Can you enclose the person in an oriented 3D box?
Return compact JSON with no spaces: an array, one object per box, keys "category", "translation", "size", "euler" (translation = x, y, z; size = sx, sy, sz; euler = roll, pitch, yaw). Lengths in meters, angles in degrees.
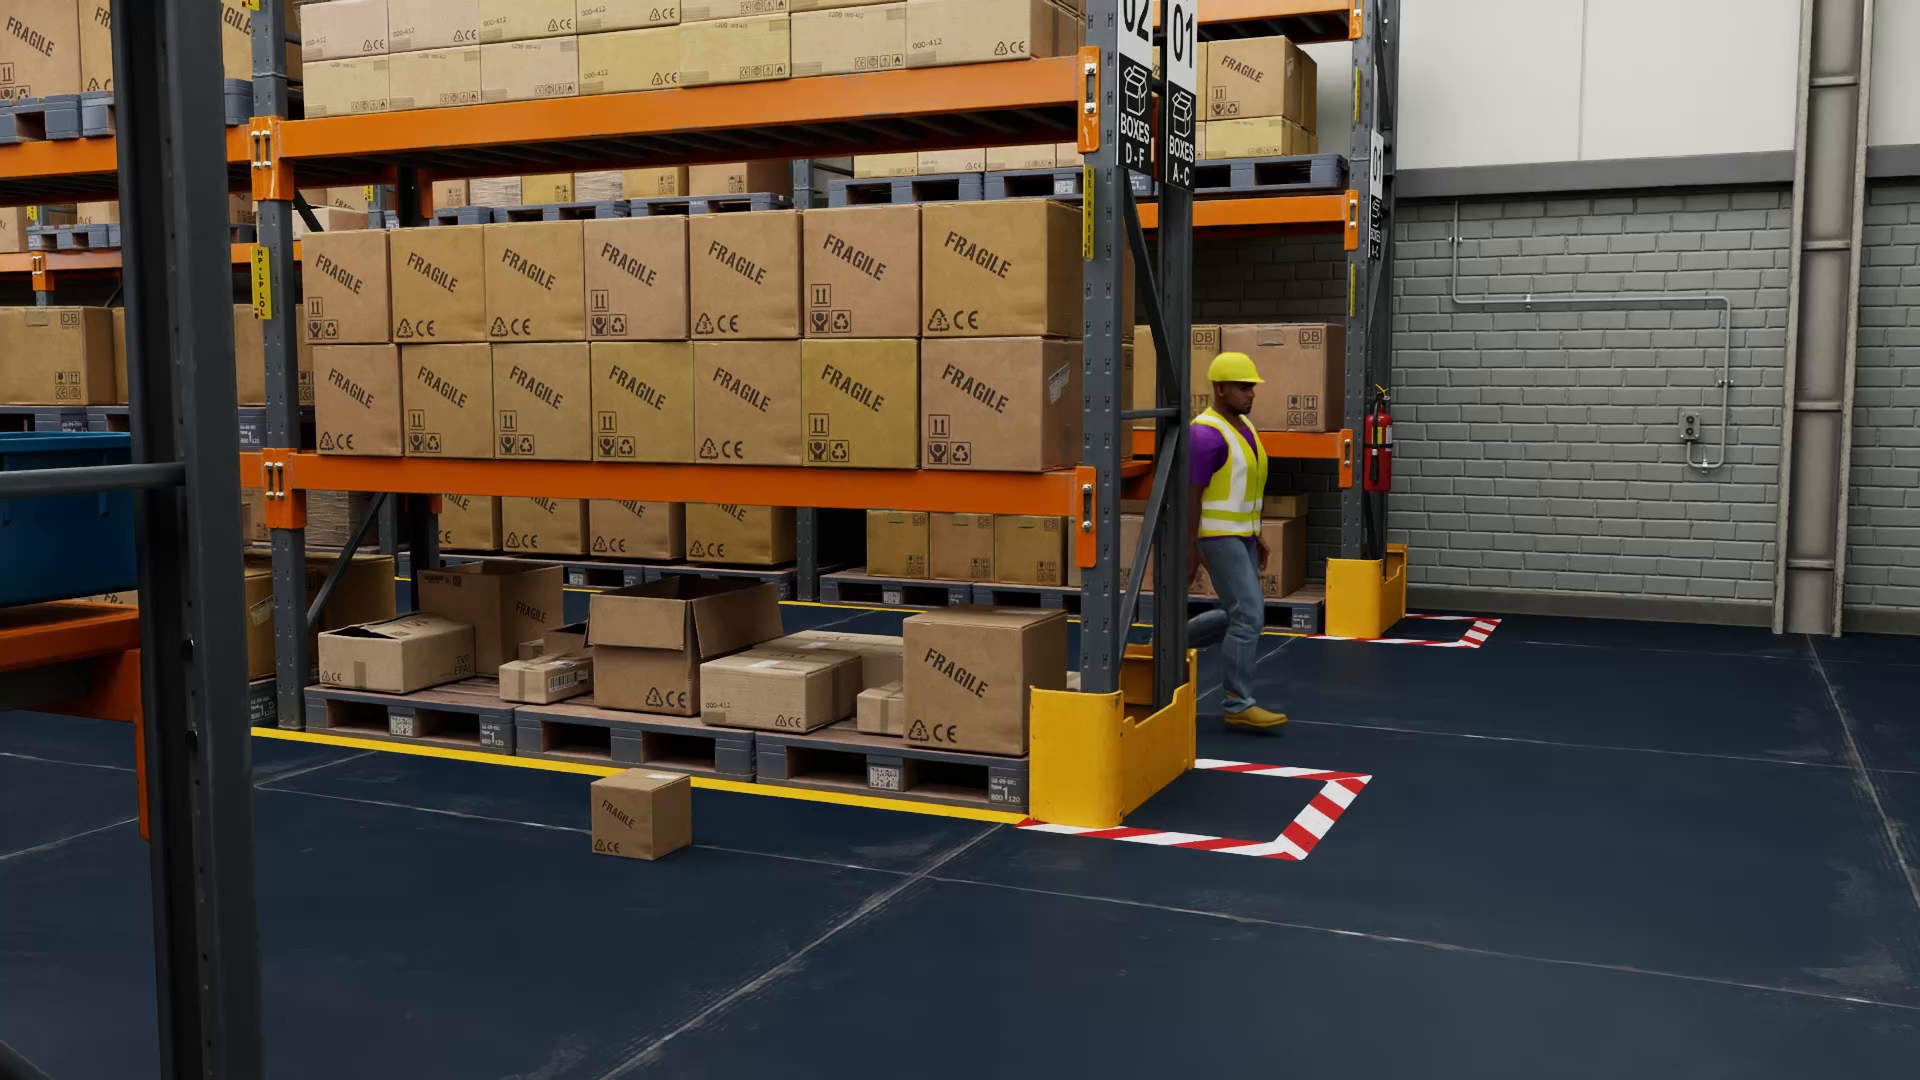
[{"category":"person","translation":[1.201,-0.011,7.859],"size":[0.793,1.745,0.579],"euler":[3,6,28]}]
